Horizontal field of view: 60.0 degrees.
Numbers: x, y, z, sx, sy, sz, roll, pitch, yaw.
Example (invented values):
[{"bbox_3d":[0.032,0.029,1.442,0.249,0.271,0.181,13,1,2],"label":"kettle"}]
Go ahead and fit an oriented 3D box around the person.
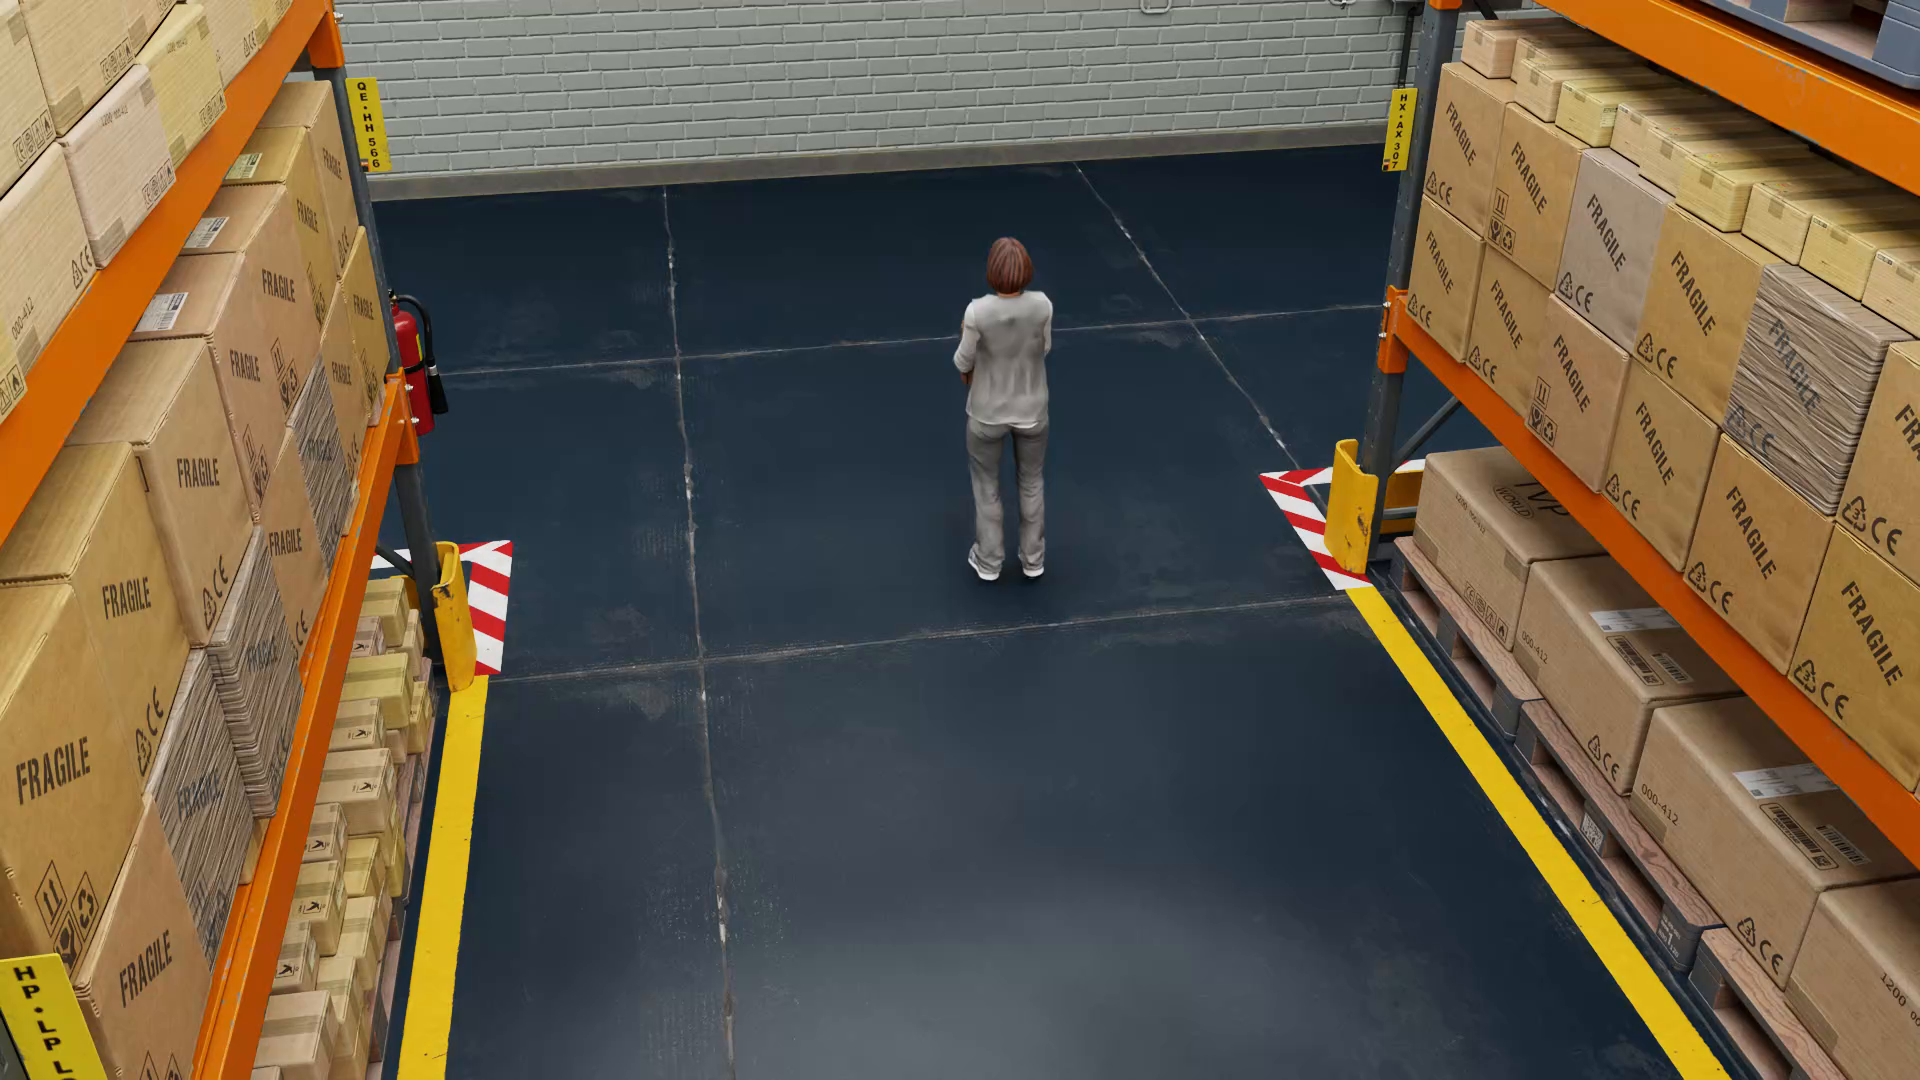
[{"bbox_3d":[0.177,-0.574,7.090,0.412,1.598,0.480,-5,32,-9],"label":"person"}]
